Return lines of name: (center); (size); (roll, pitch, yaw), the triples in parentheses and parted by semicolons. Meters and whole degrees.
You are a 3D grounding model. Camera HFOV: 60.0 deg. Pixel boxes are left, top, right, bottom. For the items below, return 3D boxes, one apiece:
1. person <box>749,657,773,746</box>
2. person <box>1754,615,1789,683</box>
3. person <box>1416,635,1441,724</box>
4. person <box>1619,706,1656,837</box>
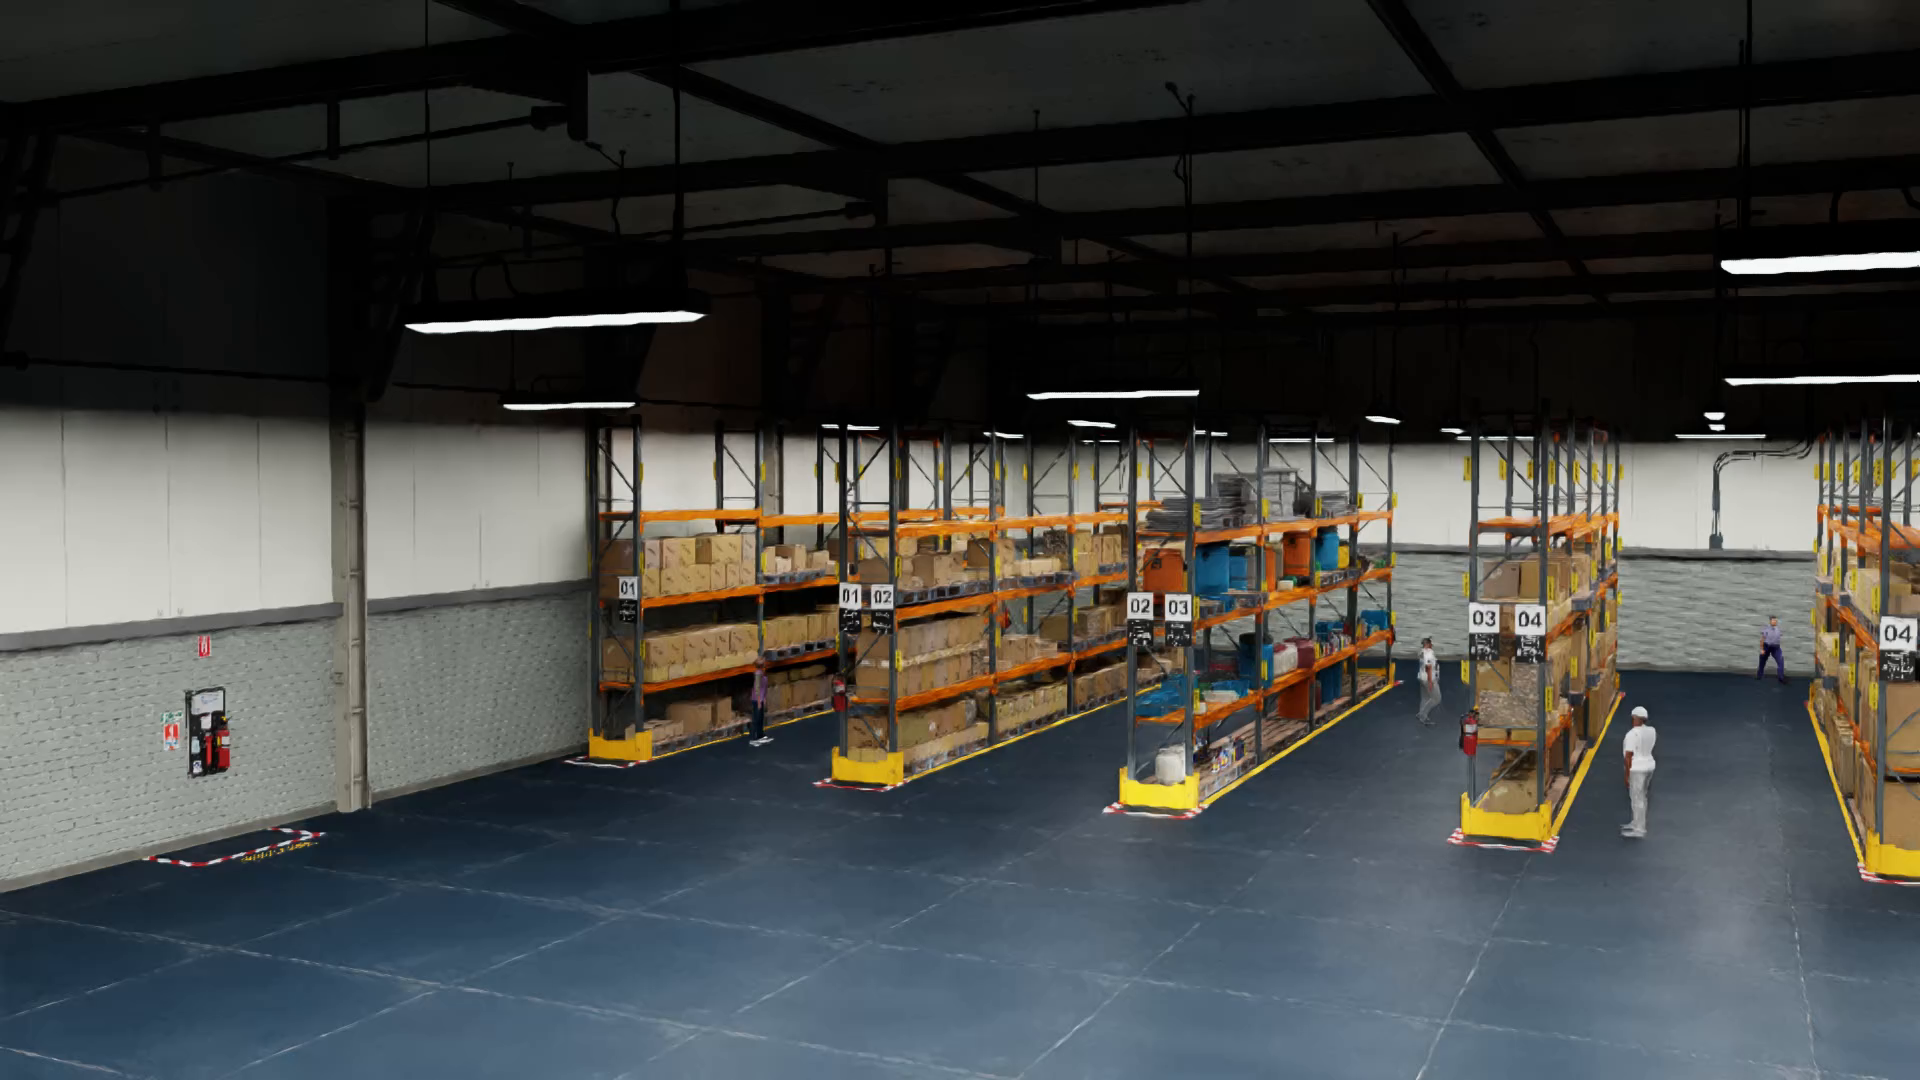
person: (-3.647, 2.936, 30.410); (0.419, 1.603, 0.504); (0, 2, -2)
person: (19.302, 2.582, 39.575); (0.518, 1.595, 0.942); (0, 2, 2)
person: (9.233, 2.772, 32.878); (0.465, 1.755, 0.578); (0, 2, -1)
person: (9.285, 3.160, 22.880); (0.624, 1.764, 0.502); (-2, 3, -34)
